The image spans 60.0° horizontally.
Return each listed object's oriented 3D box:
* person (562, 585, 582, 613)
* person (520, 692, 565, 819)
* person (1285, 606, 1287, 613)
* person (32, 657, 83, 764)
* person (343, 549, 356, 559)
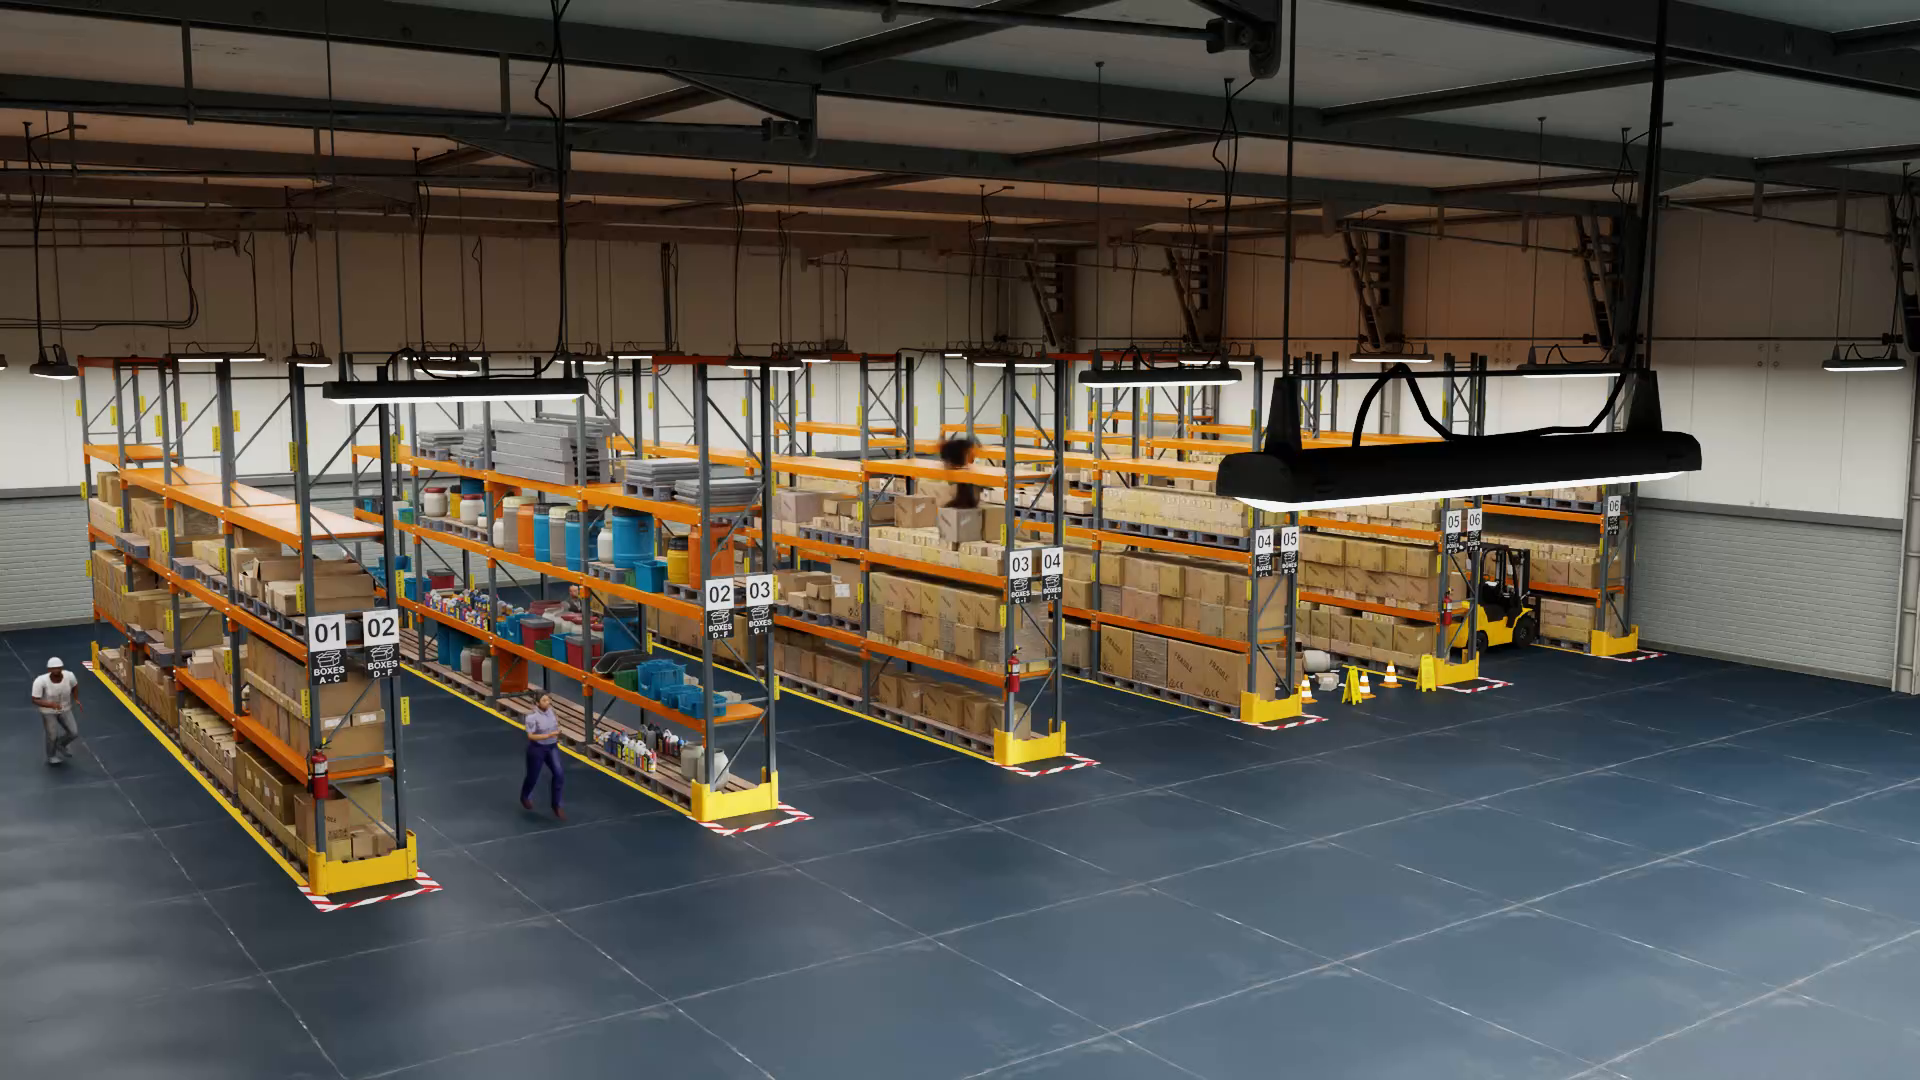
[{"bbox_3d":[-7.191,1.711,31.162,0.620,1.754,0.813,-5,9,-37],"label":"person"},{"bbox_3d":[-5.560,2.846,22.077,0.842,1.707,0.553,7,9,43],"label":"person"},{"bbox_3d":[6.963,1.054,36.469,0.715,1.733,0.983,-5,9,-38],"label":"person"},{"bbox_3d":[-13.378,2.533,24.664,0.766,1.649,0.713,6,9,41],"label":"person"},{"bbox_3d":[-13.510,1.058,36.567,0.769,1.714,0.789,-1,7,-6],"label":"person"}]
